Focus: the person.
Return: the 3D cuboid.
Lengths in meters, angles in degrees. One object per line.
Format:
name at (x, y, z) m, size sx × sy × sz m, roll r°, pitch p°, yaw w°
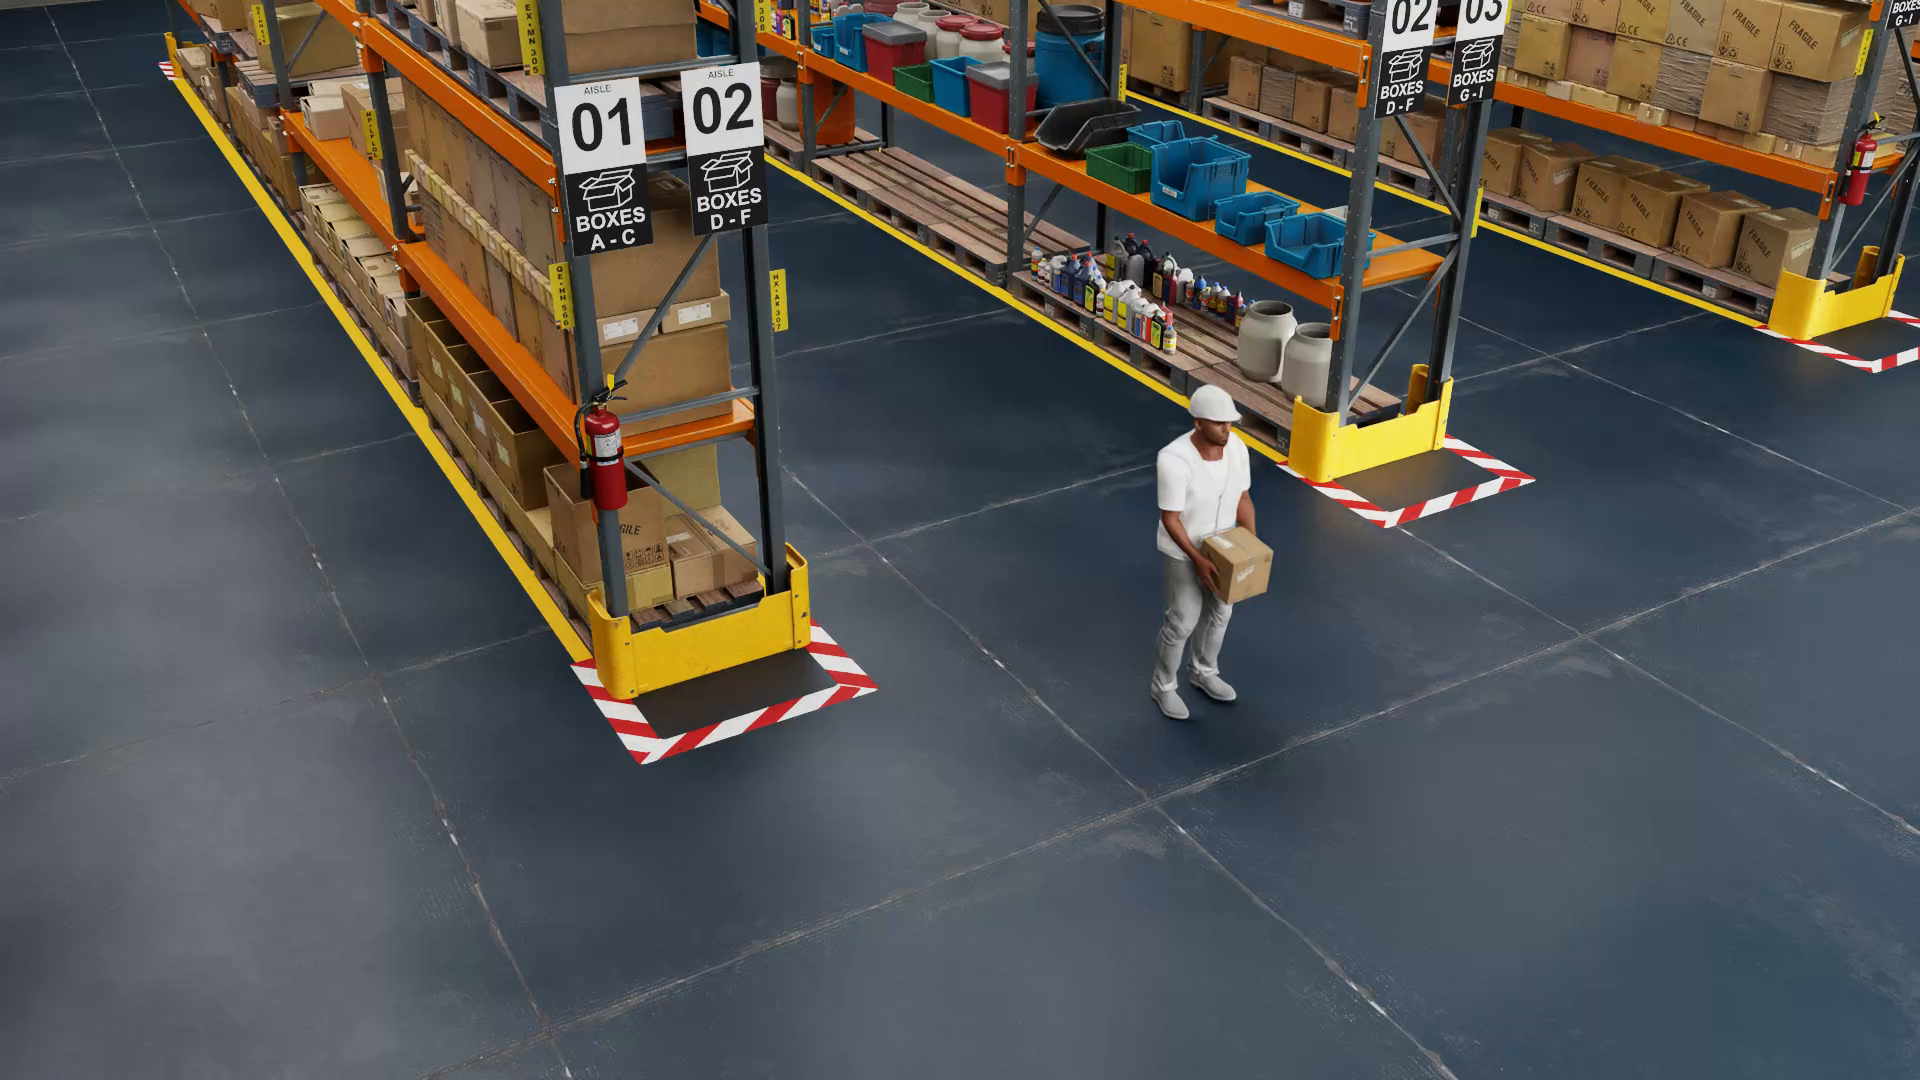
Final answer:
person at (1.258, 0.071, 8.410) m, size 0.558 × 1.769 × 0.520 m, roll -16°, pitch 33°, yaw -27°
